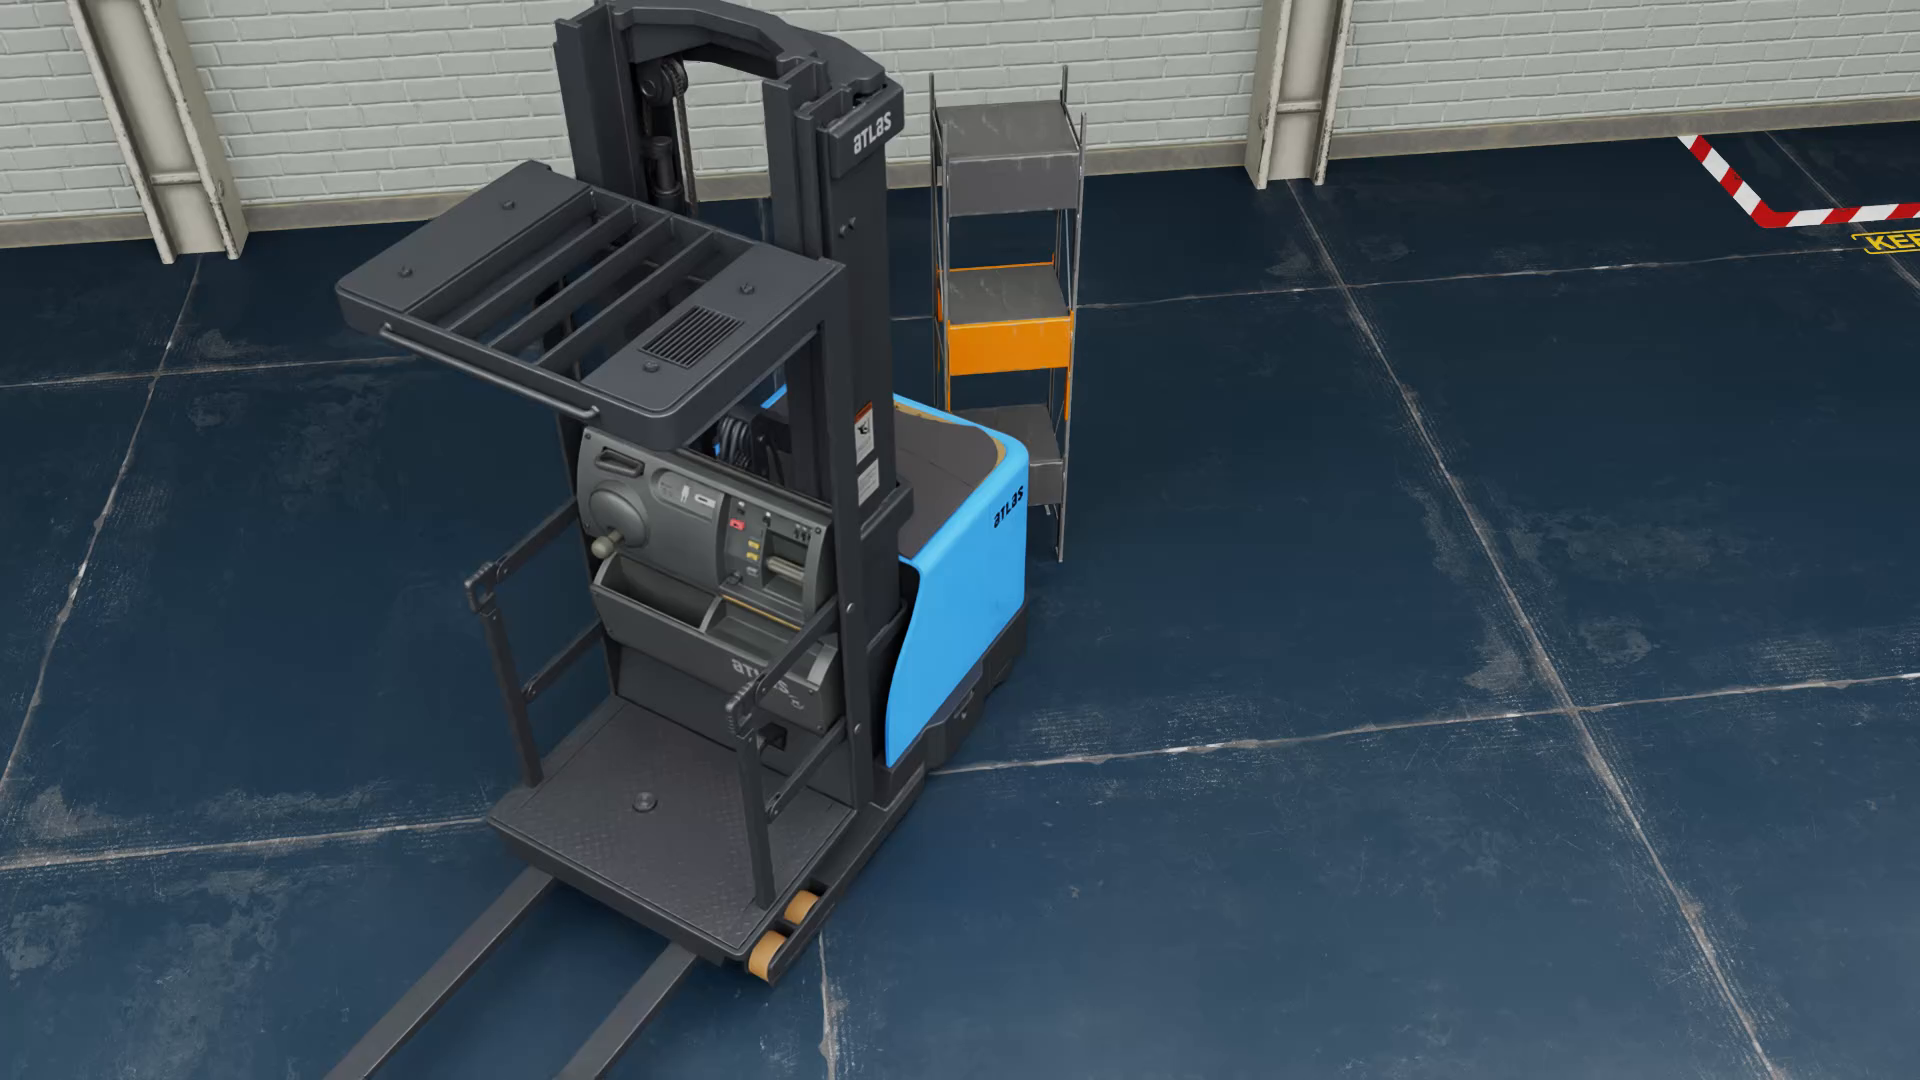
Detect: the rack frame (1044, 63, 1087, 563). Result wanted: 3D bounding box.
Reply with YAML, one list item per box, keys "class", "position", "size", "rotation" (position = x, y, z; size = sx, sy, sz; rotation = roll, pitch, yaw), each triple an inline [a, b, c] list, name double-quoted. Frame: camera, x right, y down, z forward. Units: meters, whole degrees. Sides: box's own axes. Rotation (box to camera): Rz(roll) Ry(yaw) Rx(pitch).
- class: "rack frame"
  position: [0.406, -0.815, 6.586]
  size: [0.015, 2.100, 0.400]
  rotation: [-5, 42, -6]

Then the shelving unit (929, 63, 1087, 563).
- class: "shelving unit"
  position: [0.164, -0.794, 6.563]
  size: [0.503, 2.100, 0.431]
  rotation: [-5, 42, -6]

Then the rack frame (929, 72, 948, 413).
- class: "rack frame"
  position: [-0.078, -0.773, 6.539]
  size: [0.015, 2.100, 0.400]
  rotation: [-5, 42, -6]

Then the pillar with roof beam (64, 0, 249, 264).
- class: "pillar with roof beam"
  position: [-3.527, -2.078, 2.835]
  size: [0.400, 9.000, 9.100]
  rotation: [-5, 42, -6]

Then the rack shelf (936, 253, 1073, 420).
- class: "rack shelf"
  position: [0.164, -0.784, 6.572]
  size: [0.480, 0.518, 0.431]
  rotation: [-5, 42, -6]

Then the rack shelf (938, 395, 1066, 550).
- class: "rack shelf"
  position: [0.164, -0.264, 7.041]
  size: [0.480, 0.518, 0.431]
  rotation: [-5, 42, -6]

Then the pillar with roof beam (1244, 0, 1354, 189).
- class: "pillar with roof beam"
  position: [2.422, -2.599, 3.413]
  size: [0.400, 9.000, 9.100]
  rotation: [-5, 42, -6]

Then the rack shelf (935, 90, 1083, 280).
- class: "rack shelf"
  position: [0.164, -1.304, 6.103]
  size: [0.480, 0.518, 0.431]
  rotation: [-5, 42, -6]

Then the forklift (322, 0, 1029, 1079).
- class: "forklift"
  position: [-0.918, 0.037, 5.021]
  size: [1.130, 2.935, 3.031]
  rotation: [22, 46, 22]
